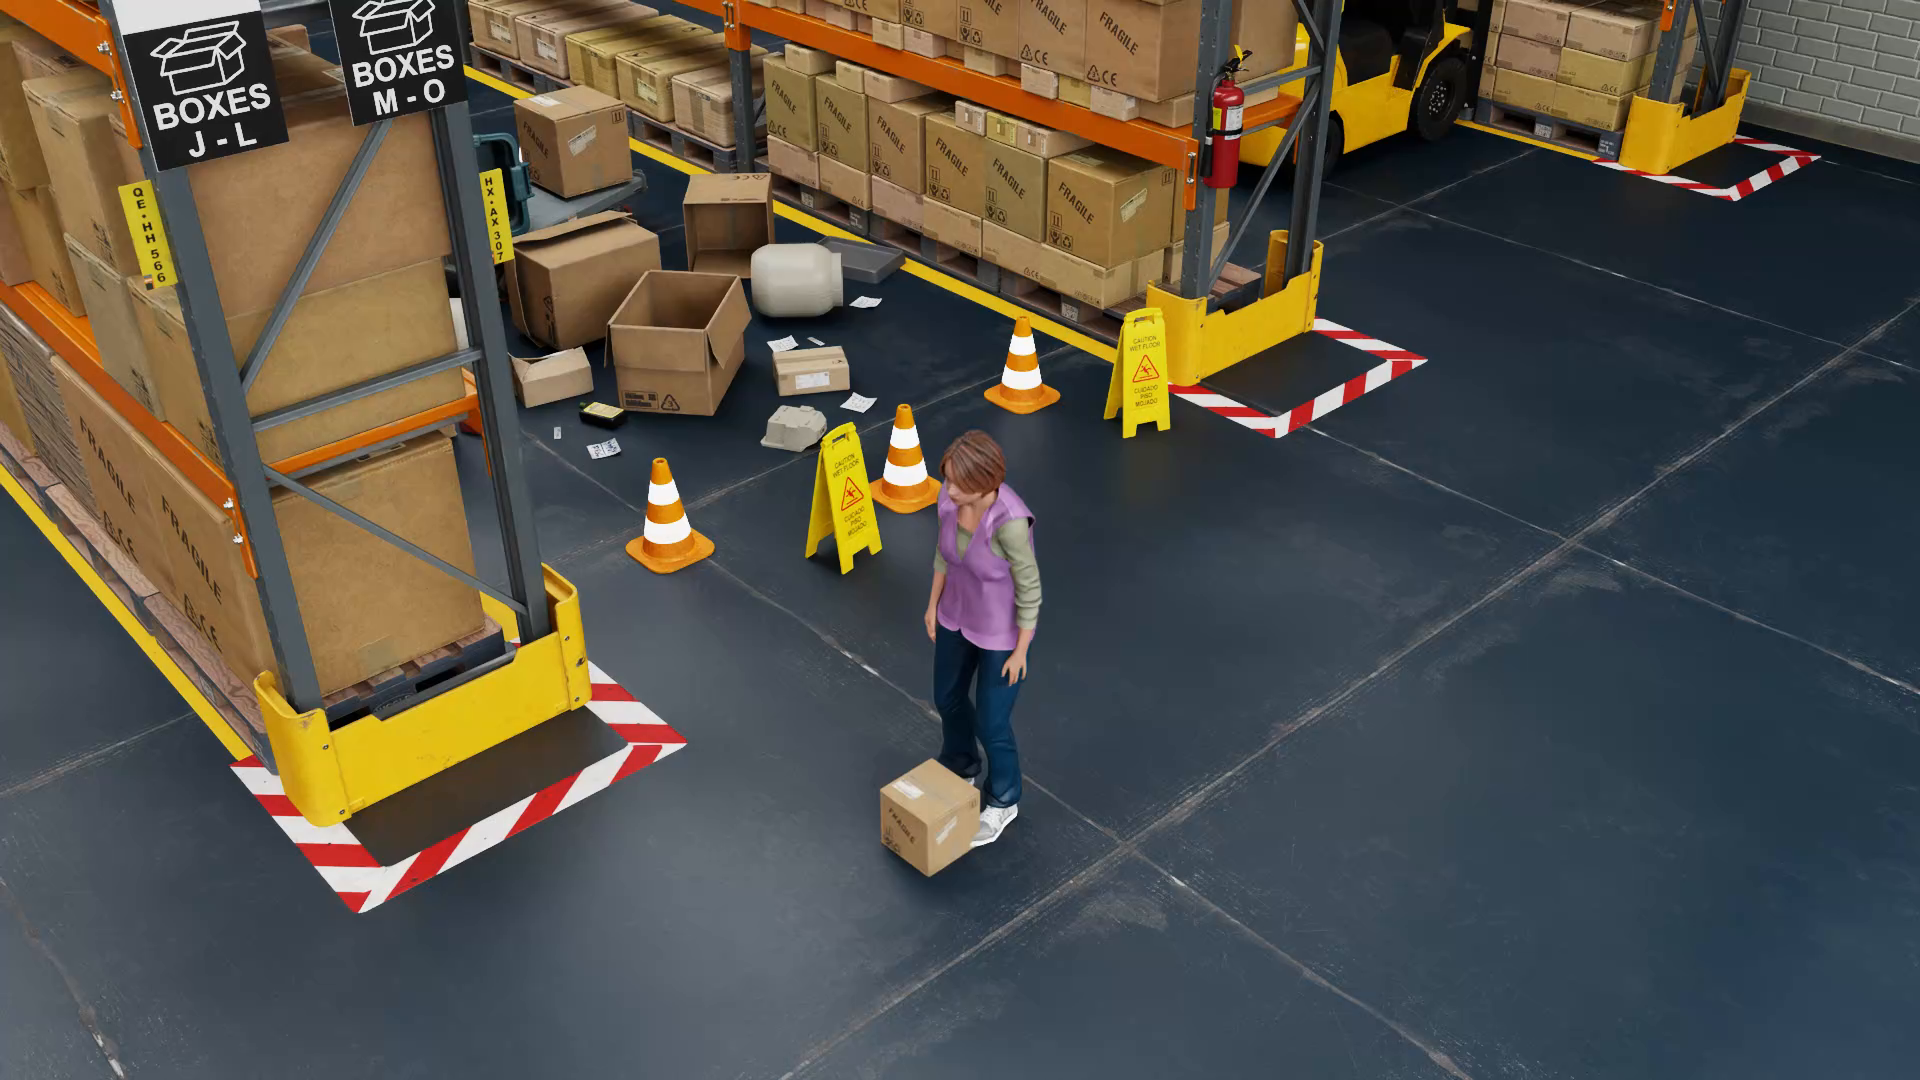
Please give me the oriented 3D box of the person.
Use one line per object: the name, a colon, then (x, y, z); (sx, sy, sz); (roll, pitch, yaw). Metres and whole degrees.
person: (0.091, 0.363, 5.698); (0.457, 1.326, 0.290); (28, 42, 37)
